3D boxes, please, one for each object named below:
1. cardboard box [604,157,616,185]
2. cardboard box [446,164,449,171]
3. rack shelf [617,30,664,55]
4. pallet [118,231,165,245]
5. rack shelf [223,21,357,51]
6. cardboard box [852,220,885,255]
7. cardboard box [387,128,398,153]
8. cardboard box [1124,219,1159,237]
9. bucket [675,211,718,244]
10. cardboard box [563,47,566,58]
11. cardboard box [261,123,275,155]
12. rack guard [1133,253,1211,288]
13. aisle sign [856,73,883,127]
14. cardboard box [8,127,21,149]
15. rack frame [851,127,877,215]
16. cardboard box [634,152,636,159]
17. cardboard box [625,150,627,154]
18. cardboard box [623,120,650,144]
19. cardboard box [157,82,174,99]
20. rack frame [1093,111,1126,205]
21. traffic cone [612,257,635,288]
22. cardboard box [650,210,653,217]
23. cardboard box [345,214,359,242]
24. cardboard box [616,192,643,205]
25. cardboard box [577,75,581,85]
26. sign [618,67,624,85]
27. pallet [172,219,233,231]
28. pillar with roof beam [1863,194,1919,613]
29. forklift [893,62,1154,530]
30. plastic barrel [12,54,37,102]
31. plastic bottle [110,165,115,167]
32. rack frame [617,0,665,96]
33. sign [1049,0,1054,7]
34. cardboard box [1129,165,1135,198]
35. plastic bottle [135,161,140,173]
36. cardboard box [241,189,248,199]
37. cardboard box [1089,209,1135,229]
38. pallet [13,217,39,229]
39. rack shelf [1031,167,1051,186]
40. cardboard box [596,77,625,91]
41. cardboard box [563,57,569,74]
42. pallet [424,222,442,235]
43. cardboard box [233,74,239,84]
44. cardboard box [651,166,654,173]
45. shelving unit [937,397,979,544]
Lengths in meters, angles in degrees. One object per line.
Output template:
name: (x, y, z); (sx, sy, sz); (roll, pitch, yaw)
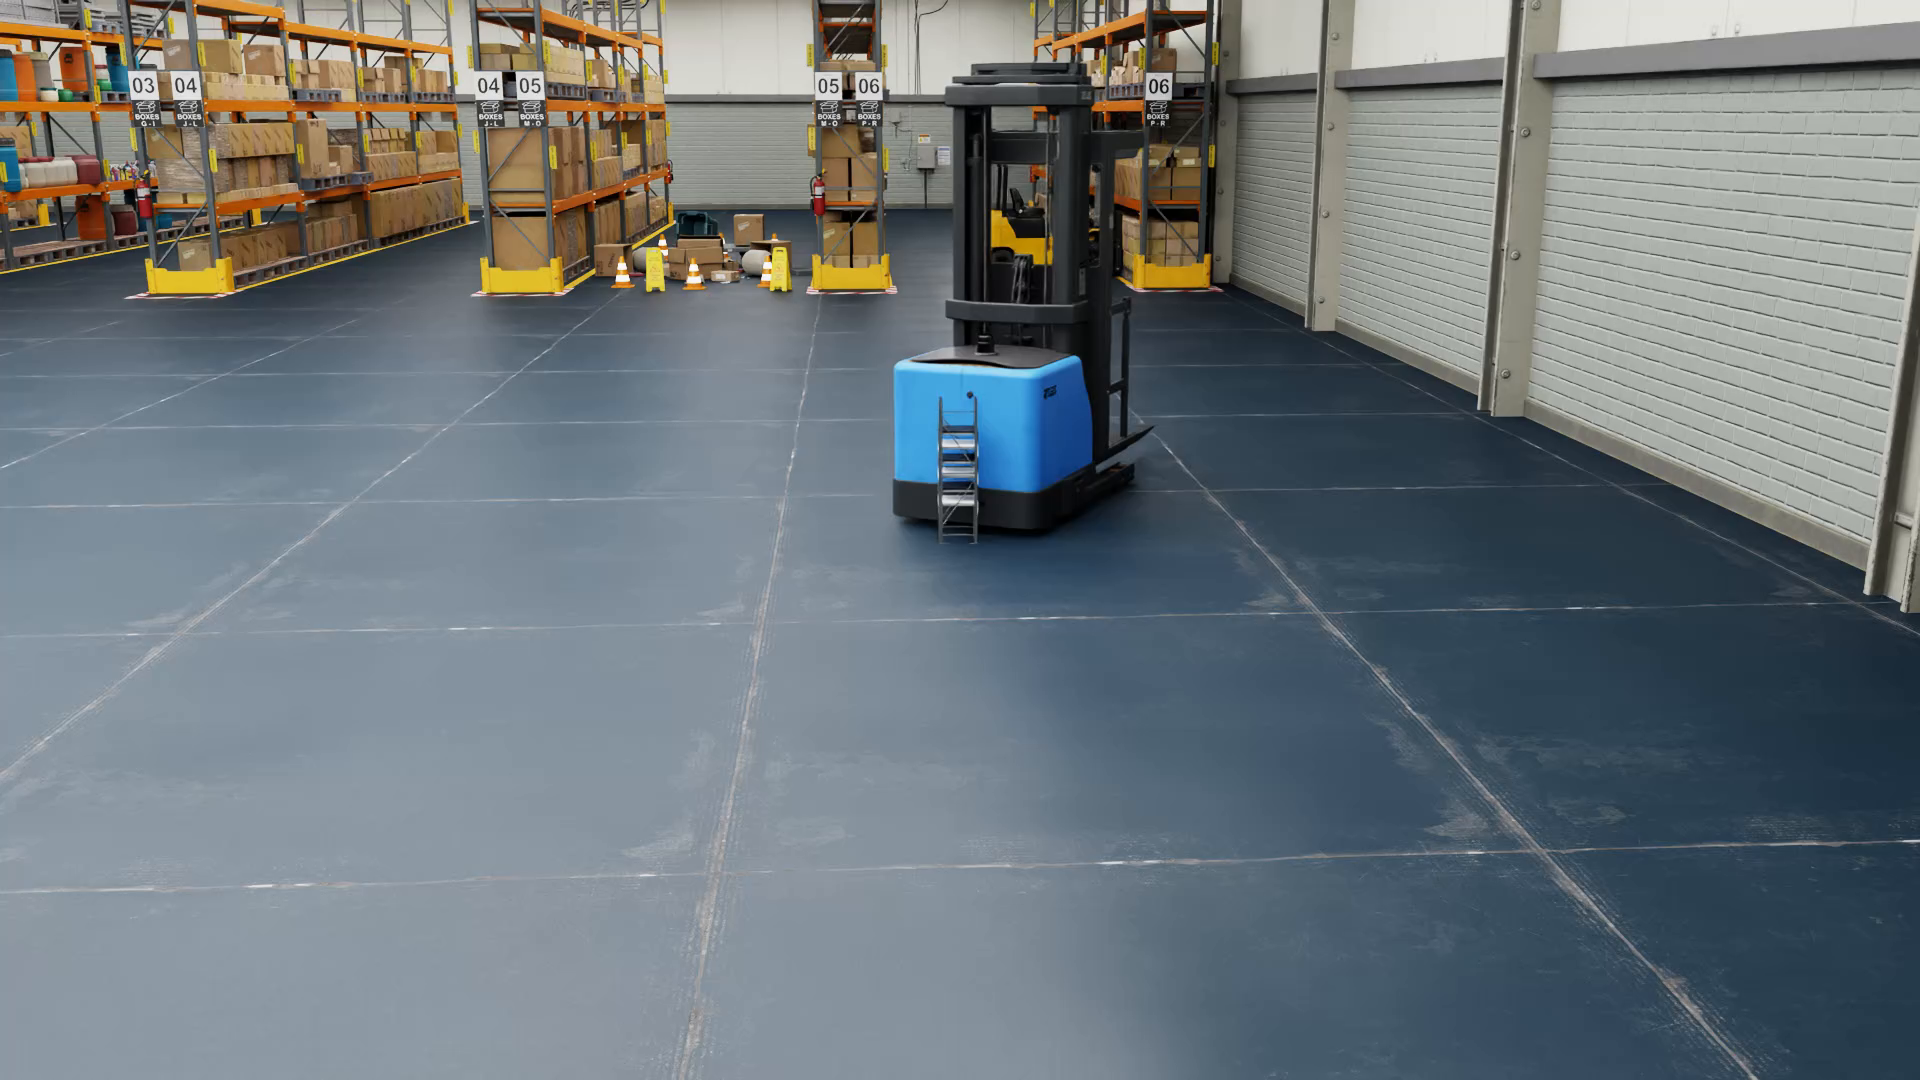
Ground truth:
cardboard box: (-6.743, -6.902, 31.133); (0.500, 0.500, 0.500); (-1, 14, -4)
cardboard box: (-12.136, -8.689, 38.783); (0.380, 0.149, 0.250); (-1, 14, -5)
rack shelf: (-7.471, -11.258, 37.672); (1.077, 0.370, 4.000); (-1, 14, -3)
pallet: (-17.162, -6.230, 34.316); (1.003, 0.211, 1.213); (-1, 14, -3)
rack shelf: (-11.932, -9.025, 29.789); (1.077, 0.370, 4.000); (-1, 14, -3)
cardboard box: (-1.445, -4.768, 26.208); (0.500, 0.500, 0.500); (-1, 14, -5)
cardboard box: (-12.225, -8.358, 34.778); (0.797, 0.503, 0.637); (-1, 14, -3)
cardboard box: (2.908, -4.992, 26.579); (0.500, 0.250, 0.500); (-1, 14, -2)
bucket: (-4.542, -5.368, 28.889); (0.726, 0.611, 0.620); (4, 5, 16)
cardboard box: (-6.400, -7.657, 26.108); (0.380, 0.149, 0.250); (-1, 14, -3)
cardboard box: (-11.443, -6.484, 26.904); (0.500, 0.500, 0.500); (-1, 14, -3)
rack guard: (3.286, -4.183, 25.782); (1.175, 0.500, 0.348); (-1, 14, -3)
aisle sign: (-1.356, -6.571, 24.827); (0.394, 0.787, 0.004); (-1, 14, -3)
cardboard box: (-22.105, -9.297, 38.433); (0.500, 0.500, 0.500); (0, 14, -2)
rack frame: (-1.917, -6.317, 29.058); (1.000, 3.000, 0.127); (-1, 14, -3)
cardboard box: (-7.074, -8.140, 35.207); (0.380, 0.149, 0.250); (-1, 14, -5)
cardboard box: (-6.999, -7.959, 33.908); (0.380, 0.149, 0.250); (0, 14, -1)
cardboard box: (-7.131, -8.998, 36.673); (0.500, 0.500, 0.500); (-1, 14, -2)
cardboard box: (-11.843, -6.665, 24.693); (0.500, 0.250, 0.500); (-1, 14, -2)
rack frame: (2.789, -7.389, 33.226); (1.000, 3.000, 0.127); (-1, 14, -3)
traffic cone: (-5.219, -4.146, 25.712); (0.336, 0.463, 0.334); (-1, 14, -3)
cardboard box: (-7.050, -7.267, 37.032); (0.380, 0.149, 0.250); (0, 14, -1)
cardboard box: (-11.994, -5.995, 31.940); (0.700, 0.500, 0.500); (-2, 15, -6)
cardboard box: (-7.030, -7.252, 35.360); (0.500, 0.250, 0.500); (0, 14, -1)
cardboard box: (-6.476, -7.586, 27.430); (0.380, 0.149, 0.250); (-1, 14, -3)
sign: (-6.544, -8.958, 32.107); (0.100, 0.325, 0.005); (-1, 14, -3)
pallet: (-17.410, -7.213, 38.137); (1.003, 0.211, 1.213); (-1, 14, -3)
pillar with roof beam: (0.960, -3.949, 7.816); (9.100, 9.000, 0.400); (-1, 14, -3)
forklift: (0.619, -1.804, 11.658); (1.130, 2.935, 3.031); (6, 16, 23)
plastic barrel: (-17.124, -8.373, 30.167); (0.600, 0.830, 0.708); (-1, 14, -3)
plastic bottle: (-17.527, -7.608, 34.325); (0.152, 0.276, 0.135); (-1, 14, -3)
rack frame: (-7.595, -12.105, 39.515); (1.000, 3.000, 0.127); (-1, 14, -3)
sign: (1.999, -11.776, 36.204); (0.100, 0.325, 0.005); (-1, 14, -3)
cardboard box: (2.970, -5.696, 26.443); (0.500, 0.500, 0.500); (0, 14, -2)
plastic bottle: (-16.795, -7.556, 33.972); (0.144, 0.351, 0.185); (-1, 14, -3)
cardboard box: (-11.424, -5.433, 26.126); (0.380, 0.149, 0.250); (-1, 14, -3)
cardboard box: (2.905, -5.958, 31.584); (0.875, 0.625, 0.625); (-1, 15, -6)
pallet: (-22.384, -7.429, 38.976); (1.003, 0.211, 1.213); (-1, 14, -3)
rack shelf: (2.418, -8.533, 39.115); (1.077, 0.370, 4.000); (-1, 14, -3)
cardboard box: (-6.869, -8.857, 32.712); (0.500, 0.500, 0.500); (-1, 14, -3)
cardboard box: (-6.472, -7.497, 26.285); (0.500, 0.250, 0.500); (-1, 14, -4)
pallet: (-12.272, -6.993, 37.284); (1.003, 0.211, 1.213); (-1, 14, -3)
cardboard box: (-11.393, -7.138, 25.732); (0.380, 0.149, 0.250); (-2, 15, -6)
cardboard box: (-7.158, -8.419, 37.732); (0.380, 0.149, 0.250); (-1, 14, -2)
shelving unit: (-0.011, -0.434, 10.408); (0.258, 0.900, 0.210); (0, 14, 0)
